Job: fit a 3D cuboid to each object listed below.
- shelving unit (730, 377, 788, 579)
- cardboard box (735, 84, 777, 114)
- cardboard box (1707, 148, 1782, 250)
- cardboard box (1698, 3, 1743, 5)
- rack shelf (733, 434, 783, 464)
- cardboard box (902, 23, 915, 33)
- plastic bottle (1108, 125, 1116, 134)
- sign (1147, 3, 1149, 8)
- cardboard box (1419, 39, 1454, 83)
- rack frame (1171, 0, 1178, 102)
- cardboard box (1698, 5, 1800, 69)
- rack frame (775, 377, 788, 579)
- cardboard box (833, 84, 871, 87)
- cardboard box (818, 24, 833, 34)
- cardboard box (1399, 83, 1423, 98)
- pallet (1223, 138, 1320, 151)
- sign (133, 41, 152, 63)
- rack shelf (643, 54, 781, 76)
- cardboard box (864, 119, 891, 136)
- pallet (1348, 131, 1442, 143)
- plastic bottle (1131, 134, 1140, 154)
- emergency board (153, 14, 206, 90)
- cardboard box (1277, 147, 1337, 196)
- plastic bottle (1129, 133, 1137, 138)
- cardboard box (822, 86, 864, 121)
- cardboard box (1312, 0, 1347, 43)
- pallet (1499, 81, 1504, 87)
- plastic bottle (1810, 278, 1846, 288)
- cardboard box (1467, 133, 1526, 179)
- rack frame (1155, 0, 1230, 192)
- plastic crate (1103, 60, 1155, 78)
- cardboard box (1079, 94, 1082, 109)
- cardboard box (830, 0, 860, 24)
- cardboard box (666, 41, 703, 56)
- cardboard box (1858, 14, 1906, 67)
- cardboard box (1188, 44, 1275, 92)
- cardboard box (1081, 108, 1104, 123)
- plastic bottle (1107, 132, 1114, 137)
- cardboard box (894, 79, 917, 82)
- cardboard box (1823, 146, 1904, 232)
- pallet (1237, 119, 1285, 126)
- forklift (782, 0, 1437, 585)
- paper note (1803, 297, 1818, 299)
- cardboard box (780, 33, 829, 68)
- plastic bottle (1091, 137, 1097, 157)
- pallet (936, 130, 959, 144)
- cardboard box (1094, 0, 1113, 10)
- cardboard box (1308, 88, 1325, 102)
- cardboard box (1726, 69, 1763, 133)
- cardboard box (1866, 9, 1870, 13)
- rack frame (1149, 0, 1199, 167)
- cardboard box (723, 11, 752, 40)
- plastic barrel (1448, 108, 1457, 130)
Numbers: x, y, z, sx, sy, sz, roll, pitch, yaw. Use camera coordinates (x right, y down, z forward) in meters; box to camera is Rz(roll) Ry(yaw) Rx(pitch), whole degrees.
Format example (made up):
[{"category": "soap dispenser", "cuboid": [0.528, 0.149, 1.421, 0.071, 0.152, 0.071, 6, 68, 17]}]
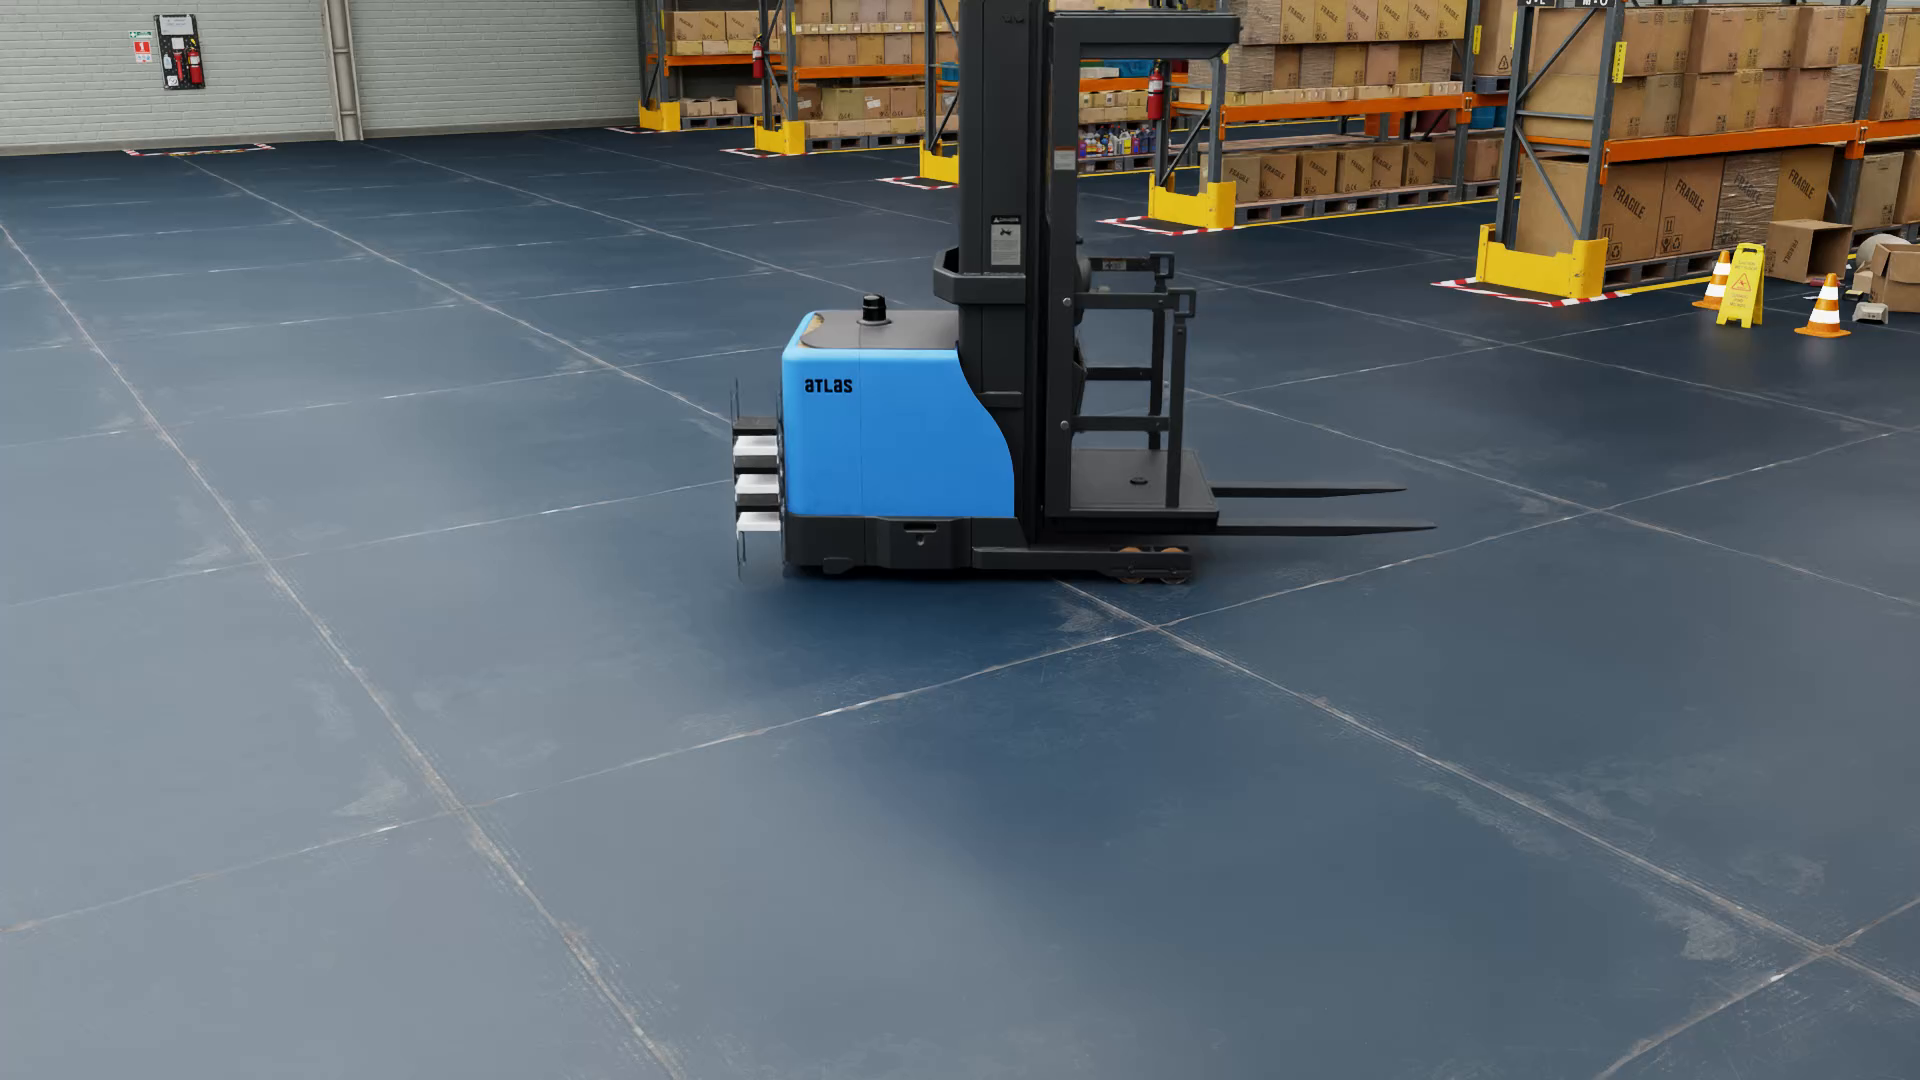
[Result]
[{"category": "shelving unit", "cuboid": [-0.923, -0.283, 7.676, 0.210, 0.900, 0.258, 0, 19, 0]}, {"category": "cardboard box", "cuboid": [-3.863, -8.353, 31.486, 0.500, 0.500, 0.700, -14, 23, -35]}, {"category": "cardboard box", "cuboid": [7.236, -3.341, 16.105, 0.875, 0.875, 0.875, -12, 22, -31]}, {"category": "cardboard box", "cuboid": [10.413, -7.211, 23.167, 0.637, 0.503, 0.797, -11, 22, -30]}, {"category": "rack shelf", "cuboid": [-0.924, -0.422, 7.629, 0.200, 0.077, 0.258, 0, 19, 0]}, {"category": "cardboard box", "cuboid": [-0.929, -8.374, 27.162, 0.250, 0.149, 0.380, -11, 22, -30]}, {"category": "plastic bottle", "cuboid": [2.280, -5.992, 24.734, 0.185, 0.351, 0.144, -11, 22, -30]}, {"category": "sign", "cuboid": [3.496, -9.754, 30.730, 0.005, 0.325, 0.100, -12, 22, -31]}, {"category": "cardboard box", "cuboid": [5.497, -5.870, 20.305, 0.500, 0.500, 0.875, -12, 22, -31]}, {"category": "rack frame", "cuboid": [4.415, -11.129, 36.479, 0.127, 3.000, 1.000, -12, 22, -31]}, {"category": "cardboard box", "cuboid": [7.301, -4.741, 15.664, 0.550, 0.550, 0.875, -12, 22, -31]}, {"category": "rack frame", "cuboid": [-0.822, -0.283, 7.676, 0.006, 0.900, 0.240, 0, 19, 0]}, {"category": "cardboard box", "cuboid": [-1.768, -7.296, 27.610, 0.500, 0.500, 0.500, -12, 22, -31]}, {"category": "cardboard box", "cuboid": [-2.214, -8.104, 26.364, 0.250, 0.149, 0.380, -13, 22, -33]}, {"category": "cardboard box", "cuboid": [5.285, -5.366, 19.826, 0.250, 0.149, 0.380, -12, 22, -31]}, {"category": "pallet", "cuboid": [4.837, -6.114, 25.999, 1.213, 0.211, 1.003, -12, 22, -31]}, {"category": "sign", "cuboid": [-13.112, -7.835, 26.681, 0.234, 0.329, 0.001, -12, 22, -31]}, {"category": "rack shelf", "cuboid": [-3.936, -9.027, 31.384, 4.000, 0.370, 1.077, -12, 22, -31]}, {"category": "cardboard box", "cuboid": [-1.476, -6.799, 27.310, 0.500, 0.250, 0.500, -12, 22, -31]}, {"category": "pallet", "cuboid": [7.159, -6.603, 27.447, 1.213, 0.211, 1.003, -12, 22, -31]}, {"category": "plastic bottle", "cuboid": [2.530, -5.727, 24.056, 0.133, 0.283, 0.061, -10, 21, -28]}, {"category": "emergency board", "cuboid": [-12.594, -7.888, 26.893, 0.643, 1.169, 0.194, -12, 22, -31]}, {"category": "cardboard box", "cuboid": [4.110, -4.380, 19.765, 0.500, 0.500, 0.500, -10, 21, -26]}, {"category": "plastic bottle", "cuboid": [2.541, -5.799, 24.279, 0.135, 0.276, 0.152, -12, 22, -31]}, {"category": "cardboard box", "cuboid": [-1.892, -7.066, 26.928, 0.500, 0.500, 0.500, -12, 22, -31]}, {"category": "cardboard box", "cuboid": [4.014, -5.901, 18.834, 0.500, 0.500, 0.500, -12, 22, -31]}, {"category": "pallet", "cuboid": [7.617, -5.999, 21.605, 1.213, 0.211, 1.003, -12, 22, -31]}, {"category": "plastic bottle", "cuboid": [7.829, -2.311, 14.984, 0.283, 0.061, 0.133, 13, 23, 34]}, {"category": "cardboard box", "cuboid": [6.840, -4.950, 21.421, 0.500, 0.500, 0.700, -12, 22, -32]}, {"category": "rack frame", "cuboid": [2.566, -5.040, 18.470, 0.127, 3.000, 1.000, -12, 22, -31]}, {"category": "plastic crate", "cuboid": [2.408, -6.732, 23.705, 0.616, 0.251, 0.499, -12, 22, -31]}, {"category": "cardboard box", "cuboid": [1.796, -7.742, 29.223, 0.500, 0.311, 0.500, -13, 22, -33]}, {"category": "cardboard box", "cuboid": [-2.002, -8.535, 26.625, 0.500, 0.500, 0.700, -13, 22, -33]}, {"category": "cardboard box", "cuboid": [-5.025, -8.954, 30.251, 0.500, 0.250, 0.500, -13, 22, -33]}, {"category": "cardboard box", "cuboid": [8.962, -5.010, 16.664, 0.500, 0.500, 0.700, -12, 22, -32]}, {"category": "cardboard box", "cuboid": [3.040, -5.318, 18.671, 0.500, 0.500, 0.875, -12, 22, -31]}, {"category": "cardboard box", "cuboid": [2.219, -7.567, 29.583, 0.500, 0.250, 0.500, -11, 22, -30]}, {"category": "plastic bottle", "cuboid": [2.226, -5.897, 24.576, 0.097, 0.271, 0.097, 0, 19, 0]}, {"category": "cardboard box", "cuboid": [-1.256, -8.982, 33.347, 0.500, 0.500, 0.700, -12, 22, -32]}, {"category": "cardboard box", "cuboid": [9.019, -3.667, 17.265, 0.750, 0.750, 1.050, -12, 22, -32]}, {"category": "pallet", "cuboid": [5.465, -8.114, 31.915, 1.213, 0.211, 1.003, -12, 22, -31]}, {"category": "forklift", "cuboid": [0.714, -1.357, 7.683, 3.031, 2.935, 1.130, 0, 19, 1]}, {"category": "paper note", "cuboid": [7.418, -2.103, 14.421, 0.142, 0.017, 0.144, -4, 19, -13]}, {"category": "cardboard box", "cuboid": [-2.482, -7.817, 26.527, 0.500, 0.500, 0.700, -12, 22, -31]}, {"category": "plastic bottle", "cuboid": [1.897, -5.595, 23.684, 0.097, 0.271, 0.097, 0, 19, 0]}, {"category": "pallet", "cuboid": [-0.226, -6.945, 28.459, 1.213, 0.211, 1.003, -12, 22, -31]}, {"category": "cardboard box", "cuboid": [2.882, -11.264, 35.056, 0.500, 0.250, 0.500, -12, 22, -33]}, {"category": "cardboard box", "cuboid": [3.975, -5.130, 19.127, 0.250, 0.149, 0.380, -12, 22, -31]}, {"category": "cardboard box", "cuboid": [6.898, -4.117, 15.503, 0.500, 0.550, 0.875, -12, 22, -31]}, {"category": "cardboard box", "cuboid": [13.129, -7.595, 24.626, 0.500, 0.500, 0.500, -12, 22, -31]}, {"category": "rack frame", "cuboid": [3.183, -7.070, 24.473, 0.127, 3.000, 1.000, -12, 22, -31]}, {"category": "cardboard box", "cuboid": [-4.189, -9.486, 30.653, 0.500, 0.500, 0.500, -13, 22, -33]}, {"category": "plastic barrel", "cuboid": [8.288, -7.208, 28.110, 0.421, 0.512, 0.421, 0, 19, 0]}]
